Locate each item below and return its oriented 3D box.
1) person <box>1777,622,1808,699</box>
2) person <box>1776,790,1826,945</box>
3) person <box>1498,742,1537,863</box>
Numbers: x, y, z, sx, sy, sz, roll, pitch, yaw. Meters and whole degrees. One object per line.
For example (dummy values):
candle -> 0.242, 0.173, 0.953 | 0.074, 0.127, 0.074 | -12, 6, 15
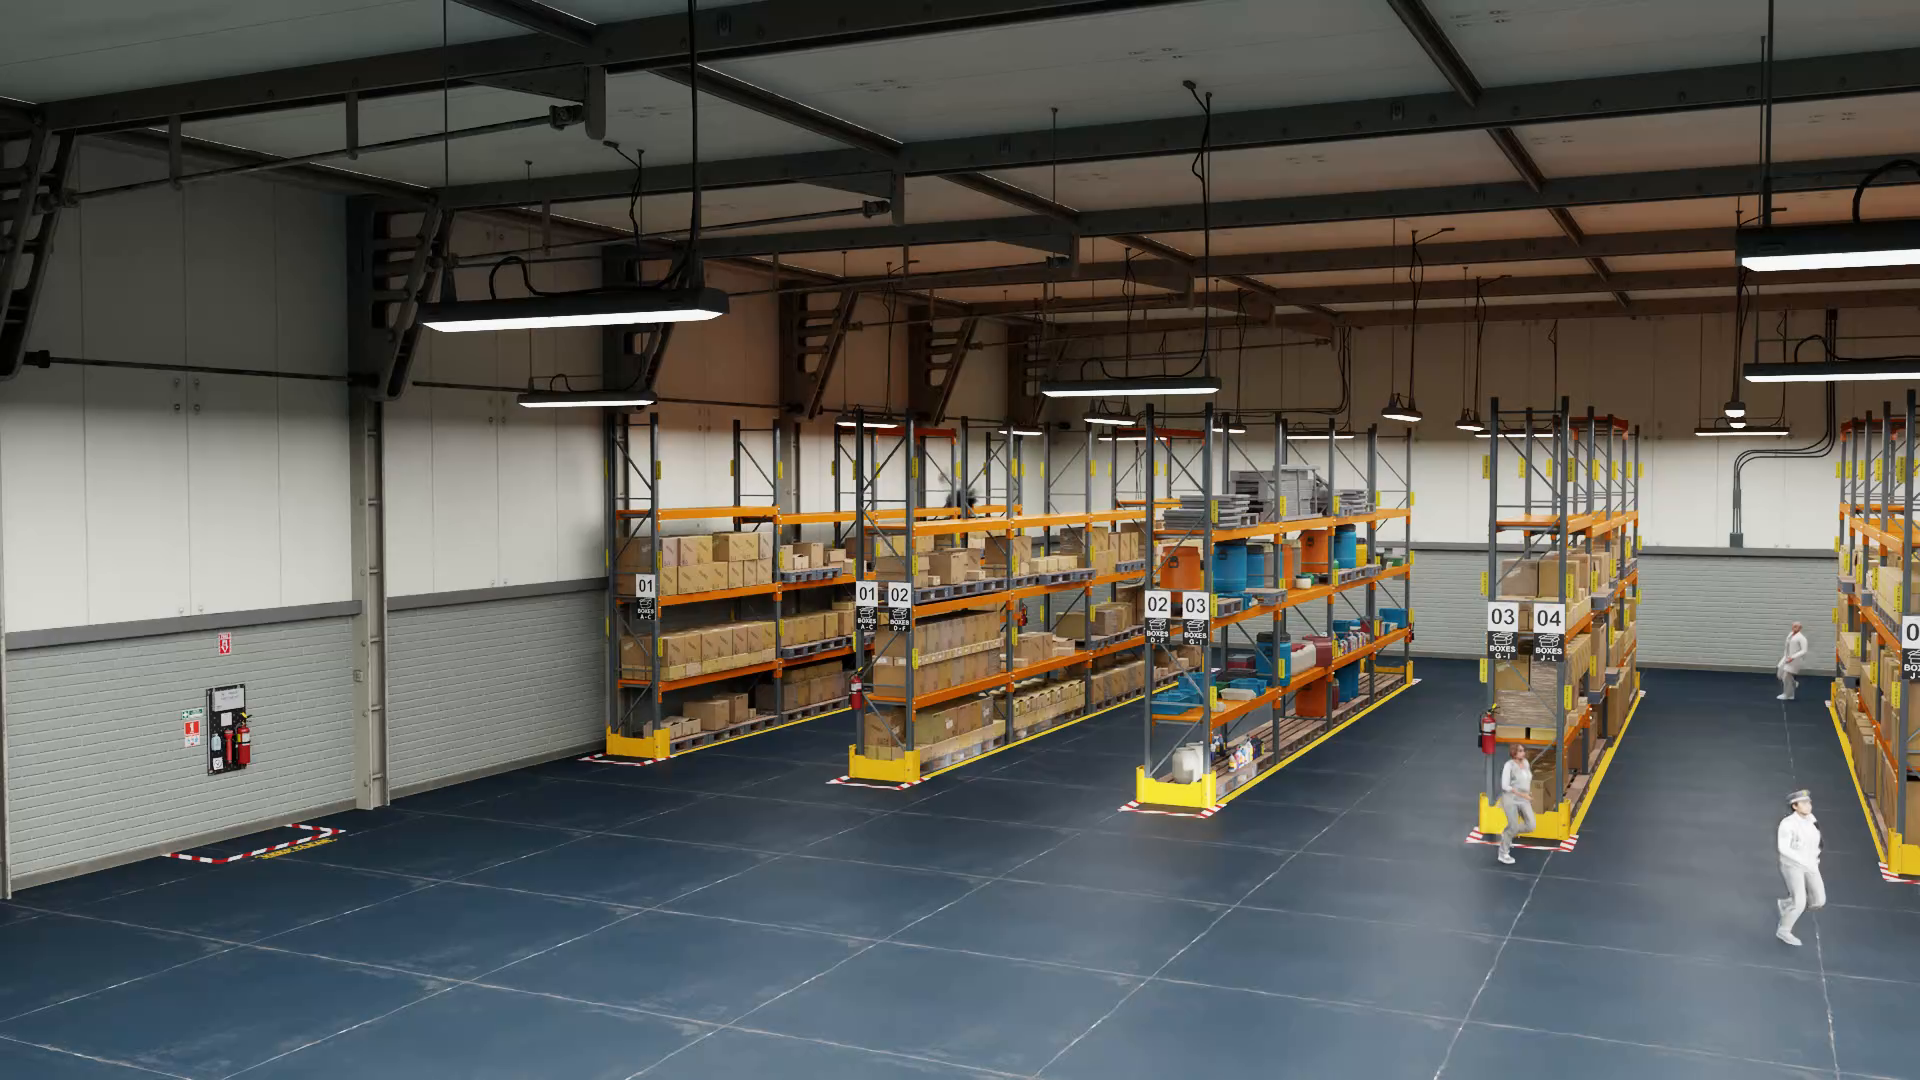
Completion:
person -> 18.109, 2.624, 36.094 | 0.610, 1.717, 0.744 | -1, 2, -12
person -> 8.887, 3.444, 17.552 | 0.650, 1.660, 0.610 | -1, 3, -21
person -> 7.109, 3.340, 21.115 | 0.569, 1.553, 0.604 | -1, 3, -25
